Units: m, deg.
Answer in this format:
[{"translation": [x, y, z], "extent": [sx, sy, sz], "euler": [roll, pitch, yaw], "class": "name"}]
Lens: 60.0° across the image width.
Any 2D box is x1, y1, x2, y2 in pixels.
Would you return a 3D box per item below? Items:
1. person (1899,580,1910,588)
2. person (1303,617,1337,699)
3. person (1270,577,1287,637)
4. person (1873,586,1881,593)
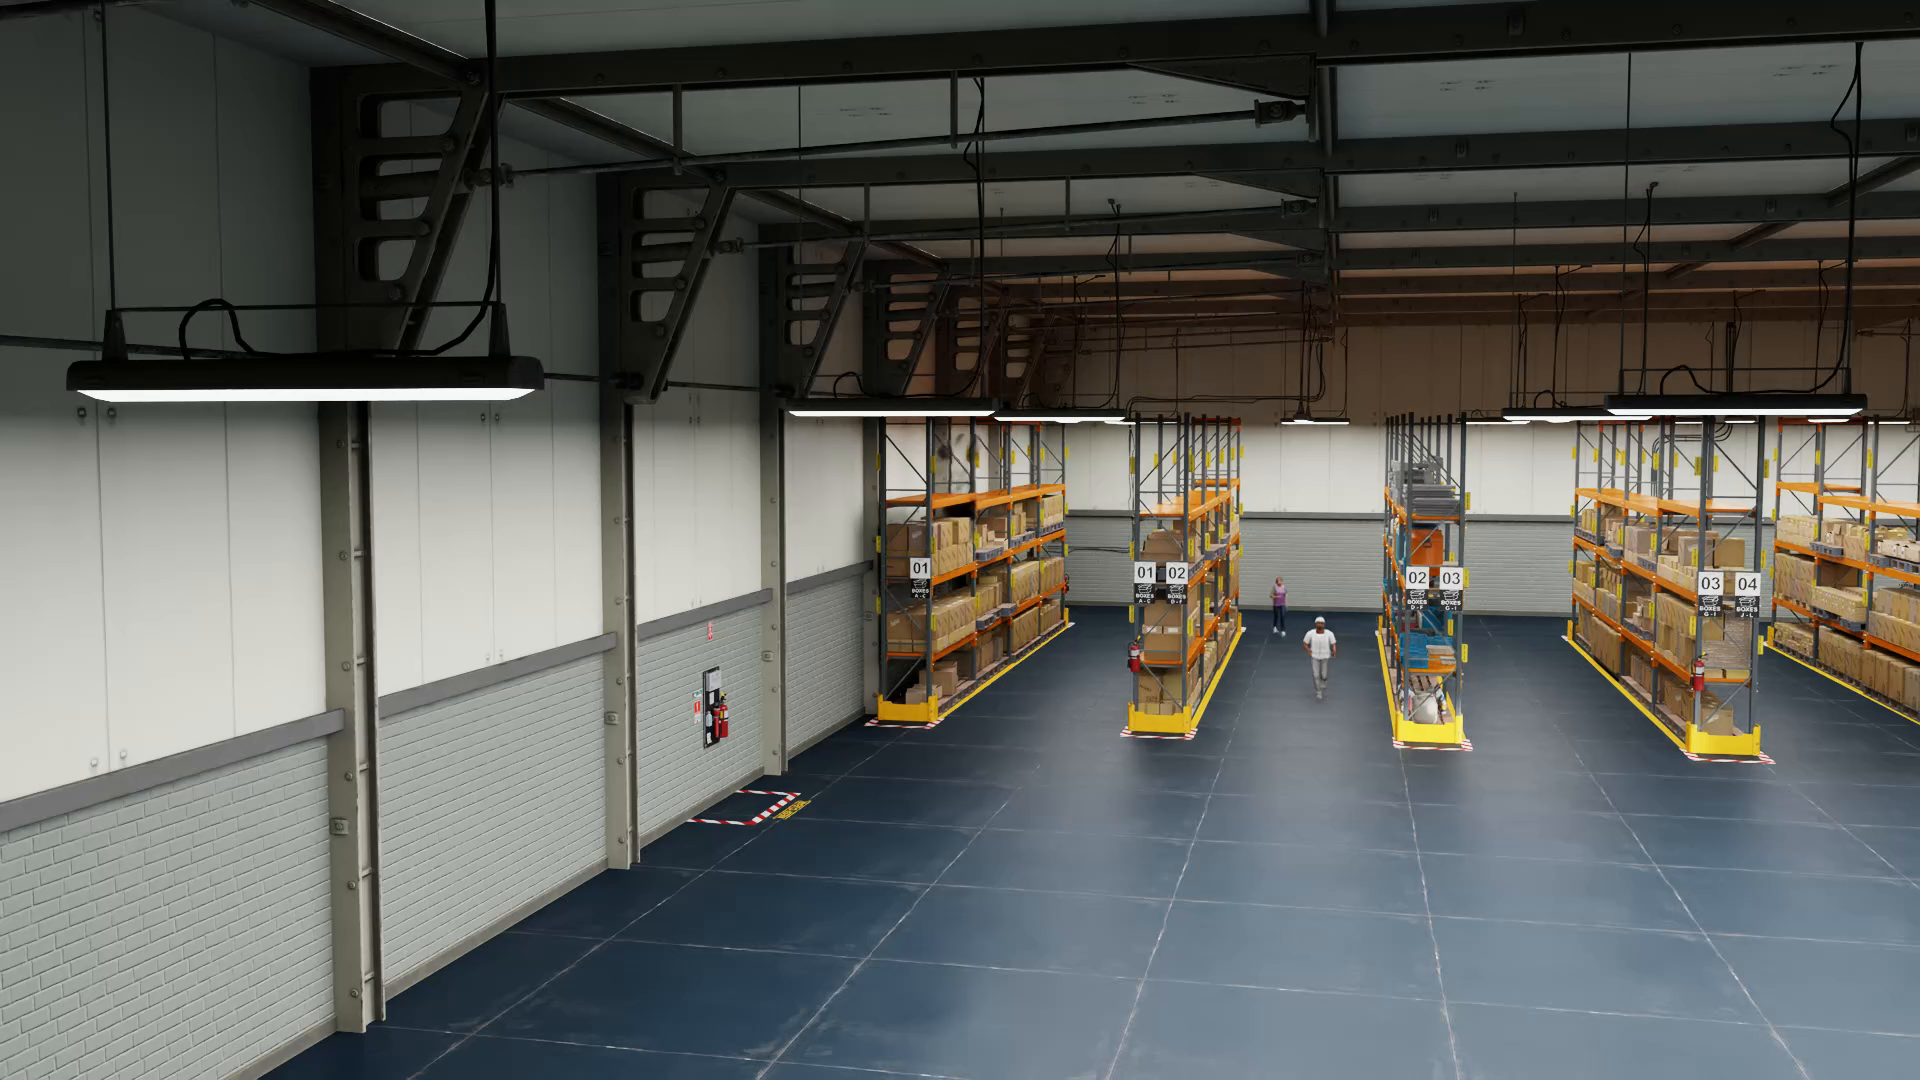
[{"translation": [25.062, 1.889, 44.110], "extent": [0.743, 1.645, 0.642], "euler": [1, 4, 13], "class": "person"}, {"translation": [7.624, 2.484, 35.265], "extent": [0.702, 1.726, 0.598], "euler": [1, 4, 11], "class": "person"}, {"translation": [8.759, 1.813, 45.661], "extent": [0.533, 1.607, 0.844], "euler": [0, 4, -3], "class": "person"}, {"translation": [23.021, 2.033, 41.679], "extent": [0.689, 1.744, 0.600], "euler": [1, 4, 10], "class": "person"}]
